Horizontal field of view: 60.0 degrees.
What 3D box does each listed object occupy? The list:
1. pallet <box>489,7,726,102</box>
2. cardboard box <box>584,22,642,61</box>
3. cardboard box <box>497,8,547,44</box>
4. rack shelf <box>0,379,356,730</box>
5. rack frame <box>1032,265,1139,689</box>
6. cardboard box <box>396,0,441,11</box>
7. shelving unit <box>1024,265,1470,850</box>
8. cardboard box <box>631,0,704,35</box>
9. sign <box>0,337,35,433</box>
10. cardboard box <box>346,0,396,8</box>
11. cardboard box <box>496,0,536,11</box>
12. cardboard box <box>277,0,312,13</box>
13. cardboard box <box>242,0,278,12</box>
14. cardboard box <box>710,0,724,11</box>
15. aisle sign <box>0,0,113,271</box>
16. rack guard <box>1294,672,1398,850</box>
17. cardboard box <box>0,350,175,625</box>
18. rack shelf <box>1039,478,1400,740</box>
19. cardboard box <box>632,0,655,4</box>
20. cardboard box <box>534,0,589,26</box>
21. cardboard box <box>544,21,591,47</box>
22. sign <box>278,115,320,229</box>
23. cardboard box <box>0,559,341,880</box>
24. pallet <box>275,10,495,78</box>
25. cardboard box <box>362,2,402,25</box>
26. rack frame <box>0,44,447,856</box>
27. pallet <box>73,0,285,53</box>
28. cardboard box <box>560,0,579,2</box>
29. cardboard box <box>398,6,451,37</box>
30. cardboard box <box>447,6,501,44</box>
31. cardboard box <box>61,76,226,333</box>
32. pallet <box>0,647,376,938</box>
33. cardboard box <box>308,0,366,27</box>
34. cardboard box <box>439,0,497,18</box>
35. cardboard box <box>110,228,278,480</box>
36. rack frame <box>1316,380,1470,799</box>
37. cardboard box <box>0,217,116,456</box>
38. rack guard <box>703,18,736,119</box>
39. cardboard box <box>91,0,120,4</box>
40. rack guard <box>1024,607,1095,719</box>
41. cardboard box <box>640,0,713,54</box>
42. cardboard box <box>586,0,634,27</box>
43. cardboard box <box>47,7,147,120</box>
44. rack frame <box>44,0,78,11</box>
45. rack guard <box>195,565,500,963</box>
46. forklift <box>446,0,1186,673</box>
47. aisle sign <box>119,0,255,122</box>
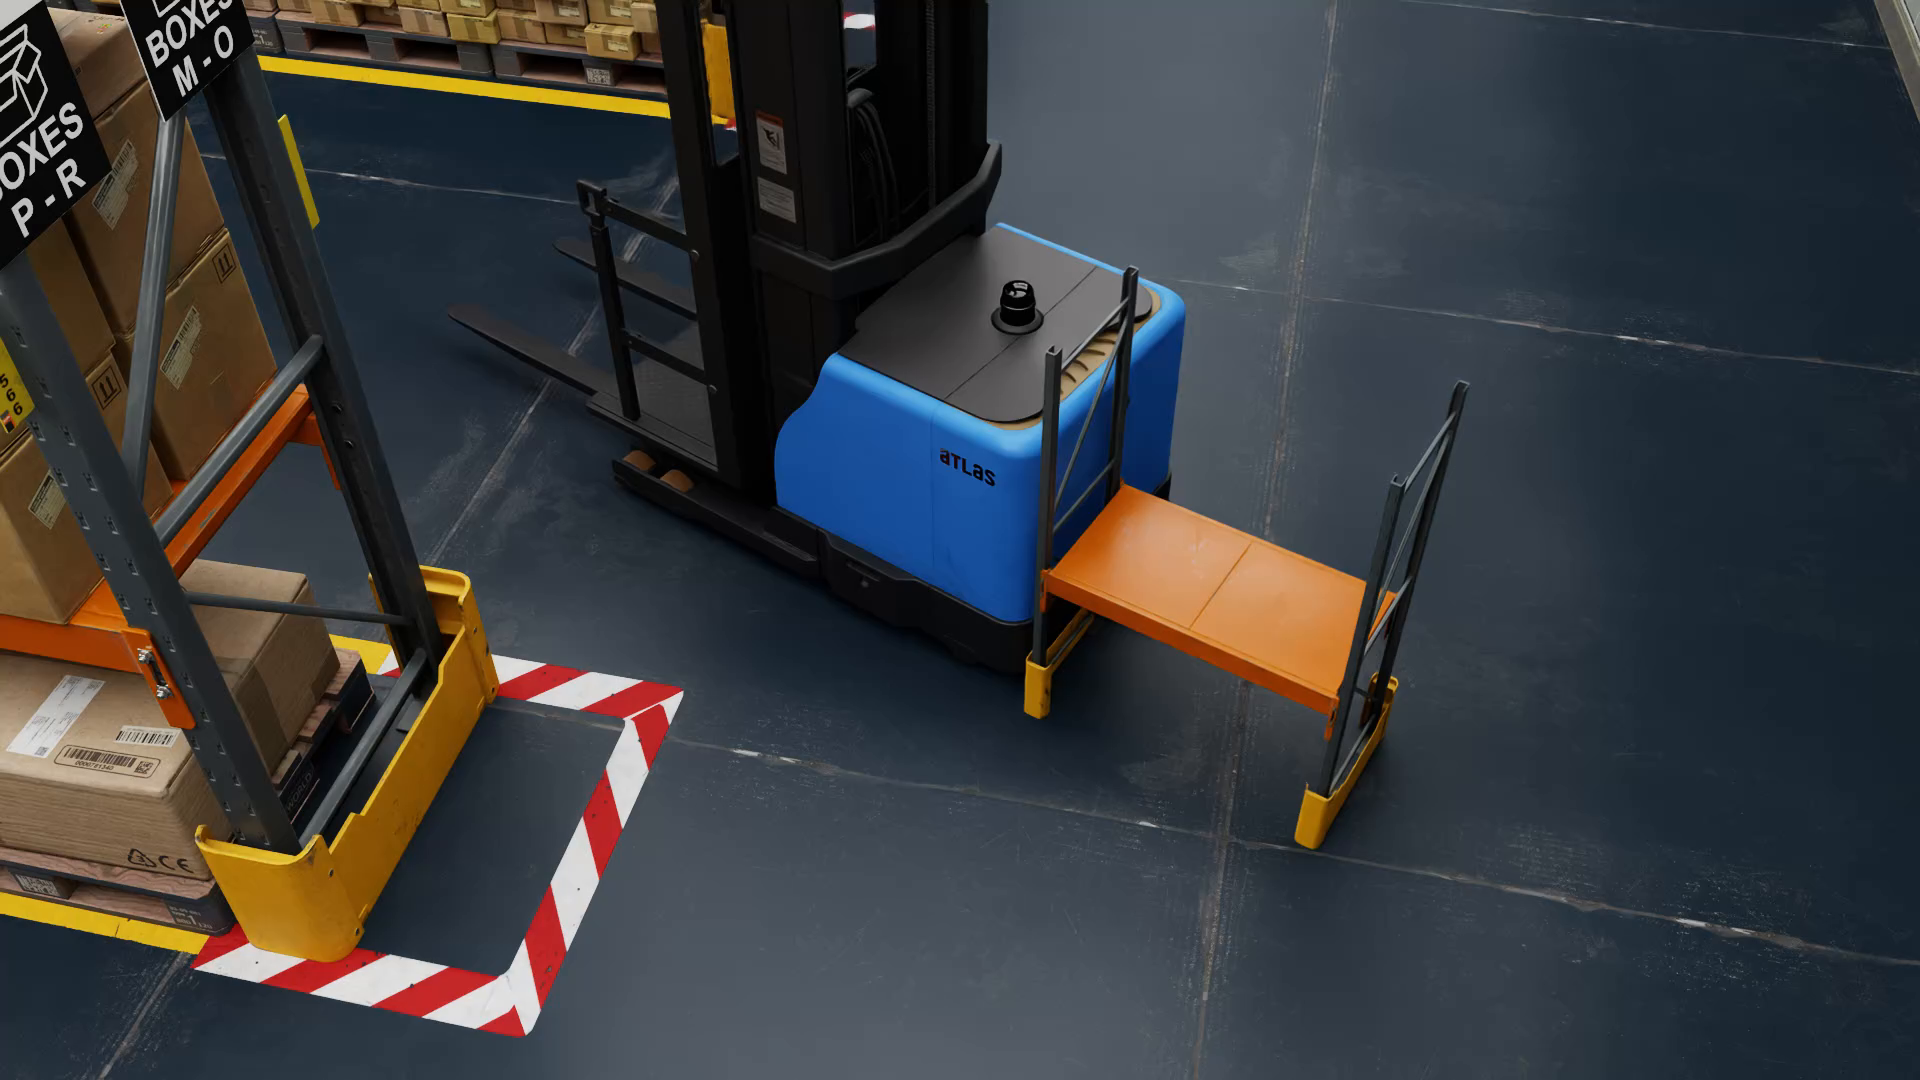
[{"bbox_3d":[-1.767,-2.759,8.964,1.213,0.211,1.003,9,45,9],"label":"pallet"},{"bbox_3d":[-1.740,-2.638,8.581,0.250,0.149,0.380,10,45,10],"label":"cardboard box"},{"bbox_3d":[-2.223,-2.765,8.713,0.250,0.149,0.380,9,45,9],"label":"cardboard box"},{"bbox_3d":[-3.842,-0.284,4.900,4.000,0.370,1.077,9,45,9],"label":"rack shelf"},{"bbox_3d":[0.384,-0.124,5.297,0.032,1.500,0.500,24,49,23],"label":"rack frame"},{"bbox_3d":[-2.747,-2.922,8.661,0.250,0.149,0.380,11,45,11],"label":"cardboard box"},{"bbox_3d":[0.822,0.068,5.098,1.083,1.500,0.587,24,49,23],"label":"shelving unit"},{"bbox_3d":[-1.485,-2.723,8.455,0.250,0.149,0.380,8,44,8],"label":"cardboard box"},{"bbox_3d":[-2.022,-0.377,3.473,0.005,0.325,0.100,9,45,9],"label":"sign"},{"bbox_3d":[-3.022,-2.945,8.685,0.250,0.149,0.380,9,45,9],"label":"cardboard box"},{"bbox_3d":[-2.232,-2.911,8.650,0.250,0.149,0.380,8,45,9],"label":"cardboard box"},{"bbox_3d":[-3.484,-2.998,8.955,0.250,0.149,0.380,7,44,7],"label":"cardboard box"},{"bbox_3d":[-3.754,-3.015,8.972,0.250,0.149,0.380,8,44,8],"label":"cardboard box"},{"bbox_3d":[-1.349,-3.025,8.983,0.250,0.149,0.380,10,45,10],"label":"cardboard box"},{"bbox_3d":[-1.887,-0.956,3.206,0.004,0.787,0.394,9,45,9],"label":"aisle sign"},{"bbox_3d":[1.242,0.703,5.339,0.087,0.250,0.587,24,49,23],"label":"rack guard"},{"bbox_3d":[-2.419,-0.170,4.191,0.500,0.500,0.500,9,45,9],"label":"cardboard box"},{"bbox_3d":[0.814,0.194,5.226,1.000,0.185,0.538,24,49,23],"label":"rack shelf"},{"bbox_3d":[-1.480,-2.852,8.374,0.250,0.149,0.380,9,45,10],"label":"cardboard box"},{"bbox_3d":[-1.993,-2.801,8.535,0.250,0.149,0.380,7,44,7],"label":"cardboard box"},{"bbox_3d":[-1.979,-2.737,8.683,0.250,0.149,0.380,9,45,9],"label":"cardboard box"},{"bbox_3d":[-1.763,-0.955,4.398,0.005,0.325,0.100,9,45,9],"label":"sign"},{"bbox_3d":[-2.556,0.500,5.113,0.875,0.438,0.875,7,44,8],"label":"cardboard box"},{"bbox_3d":[-2.954,-2.945,9.158,1.213,0.211,1.003,9,45,9],"label":"pallet"},{"bbox_3d":[-2.978,-2.905,8.859,0.250,0.149,0.380,10,45,10],"label":"cardboard box"},{"bbox_3d":[-1.890,-0.240,4.336,0.127,3.000,1.000,9,45,9],"label":"rack frame"},{"bbox_3d":[-4.148,-3.128,9.348,1.213,0.211,1.003,9,45,9],"label":"pallet"},{"bbox_3d":[-1.993,-2.883,8.406,0.250,0.149,0.380,8,44,8],"label":"cardboard box"},{"bbox_3d":[-2.748,-2.816,8.766,0.250,0.149,0.380,10,45,10],"label":"cardboard box"},{"bbox_3d":[-2.485,-2.761,8.709,0.250,0.149,0.380,7,44,7],"label":"cardboard box"},{"bbox_3d":[-2.296,-0.902,4.231,0.500,0.500,0.500,8,44,8],"label":"cardboard box"},{"bbox_3d":[-2.687,0.697,5.374,1.213,0.211,1.003,9,45,9],"label":"pallet"},{"bbox_3d":[-3.251,-2.893,8.846,0.250,0.149,0.380,8,44,8],"label":"cardboard box"},{"bbox_3d":[-2.501,-2.870,8.608,0.250,0.149,0.380,9,45,10],"label":"cardboard box"},{"bbox_3d":[-2.296,-0.543,4.579,0.500,0.500,0.500,9,45,9],"label":"cardboard box"},{"bbox_3d":[1.243,0.253,4.905,0.032,1.500,0.500,24,49,23],"label":"rack frame"},{"bbox_3d":[-2.412,-0.548,3.863,0.500,0.500,0.500,10,45,10],"label":"cardboard box"},{"bbox_3d":[-0.982,-2.716,8.711,0.348,0.500,1.175,9,45,9],"label":"rack guard"},{"bbox_3d":[-4.526,-3.063,9.022,0.250,0.149,0.380,7,44,7],"label":"cardboard box"},{"bbox_3d":[0.401,0.334,5.723,0.087,0.250,0.587,24,49,23],"label":"rack guard"},{"bbox_3d":[-1.467,-2.668,8.612,0.250,0.149,0.380,10,45,10],"label":"cardboard box"},{"bbox_3d":[-1.728,-2.799,8.534,0.250,0.149,0.380,8,44,8],"label":"cardboard box"},{"bbox_3d":[-2.176,-1.111,3.980,0.250,0.149,0.380,10,45,10],"label":"cardboard box"},{"bbox_3d":[-4.811,-4.211,8.462,0.127,3.000,1.000,9,45,9],"label":"rack frame"},{"bbox_3d":[-1.867,0.664,5.199,0.348,0.500,1.175,9,45,9],"label":"rack guard"},{"bbox_3d":[-0.720,-1.428,5.620,3.031,2.935,1.130,27,50,25],"label":"forklift"},{"bbox_3d":[-1.756,-1.362,3.627,0.004,0.787,0.394,9,45,9],"label":"aisle sign"}]
